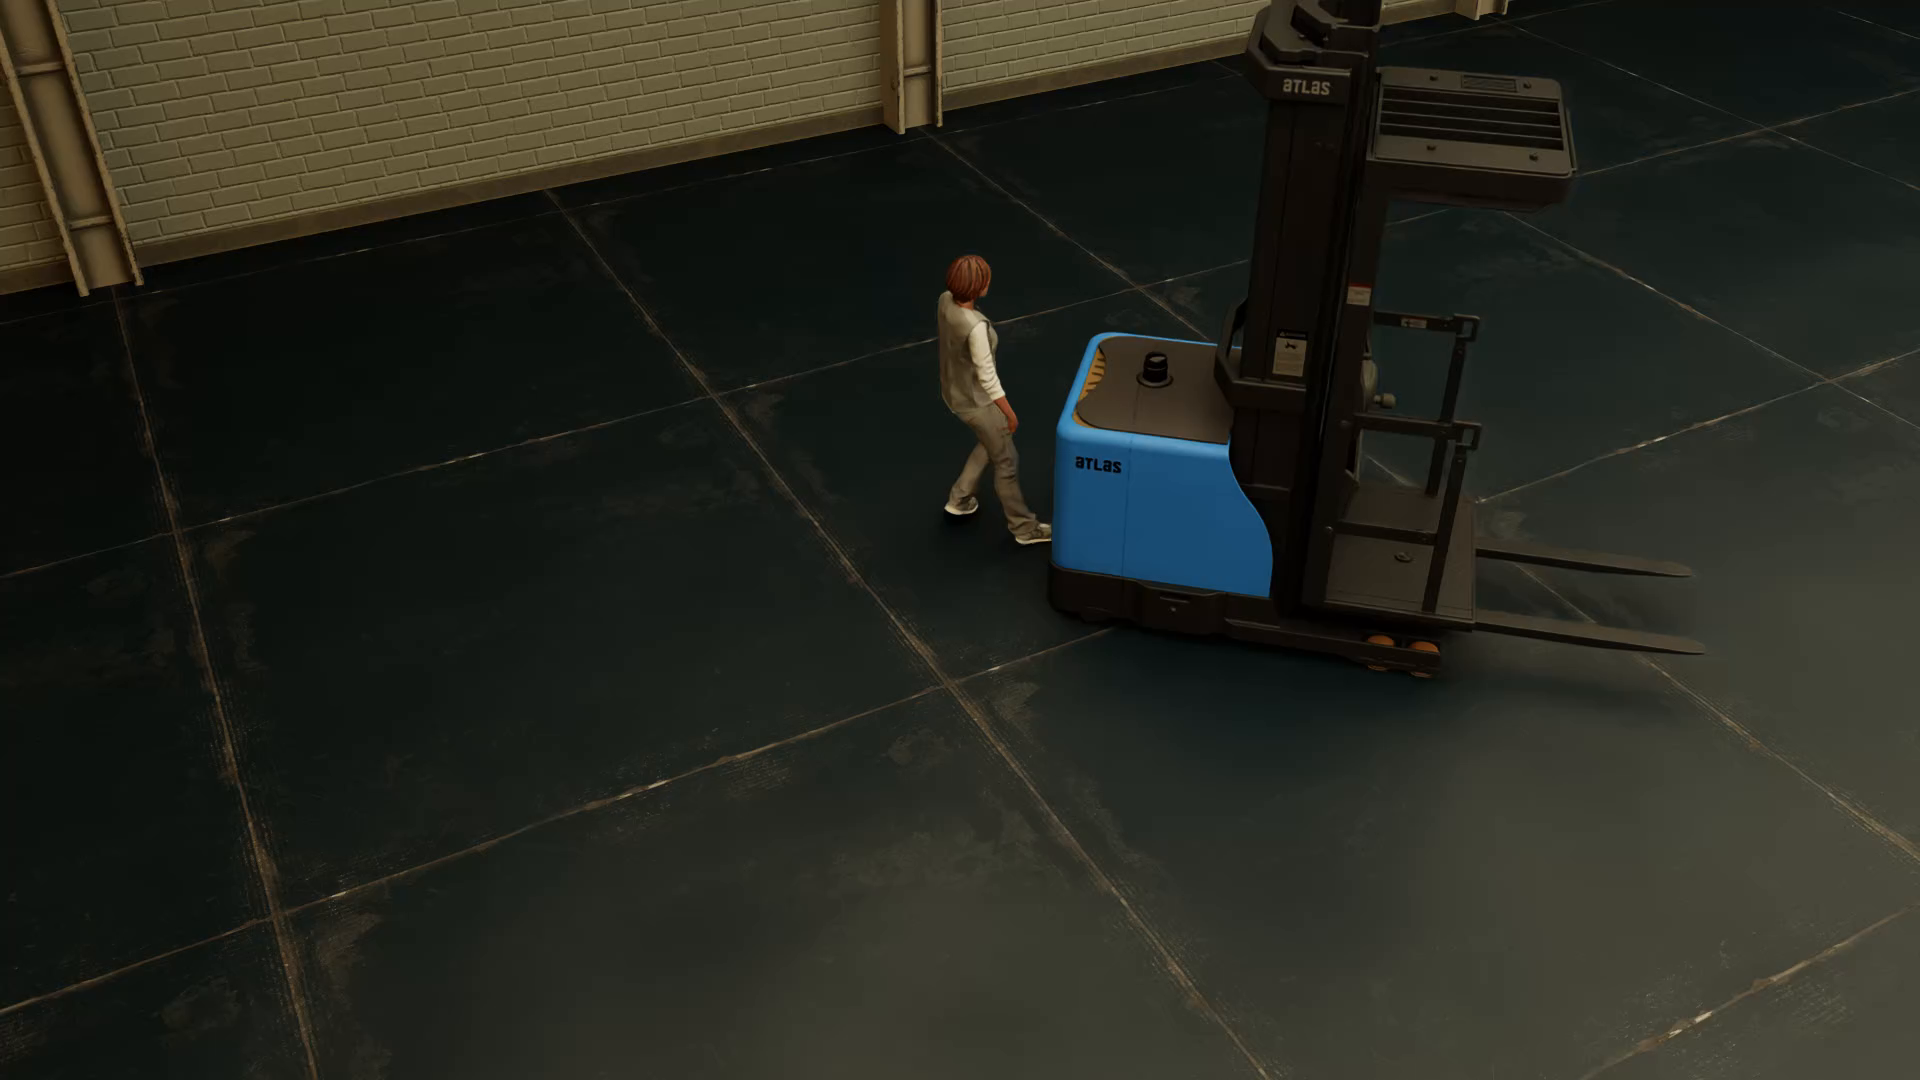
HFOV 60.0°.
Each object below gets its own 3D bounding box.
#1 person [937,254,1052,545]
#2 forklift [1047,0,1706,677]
[{"bbox_3d":[0.199,-0.743,8.373,0.587,1.538,0.585,-10,36,-14],"label":"person"},{"bbox_3d":[1.999,-0.897,7.392,3.031,2.935,1.130,8,36,11],"label":"forklift"}]
